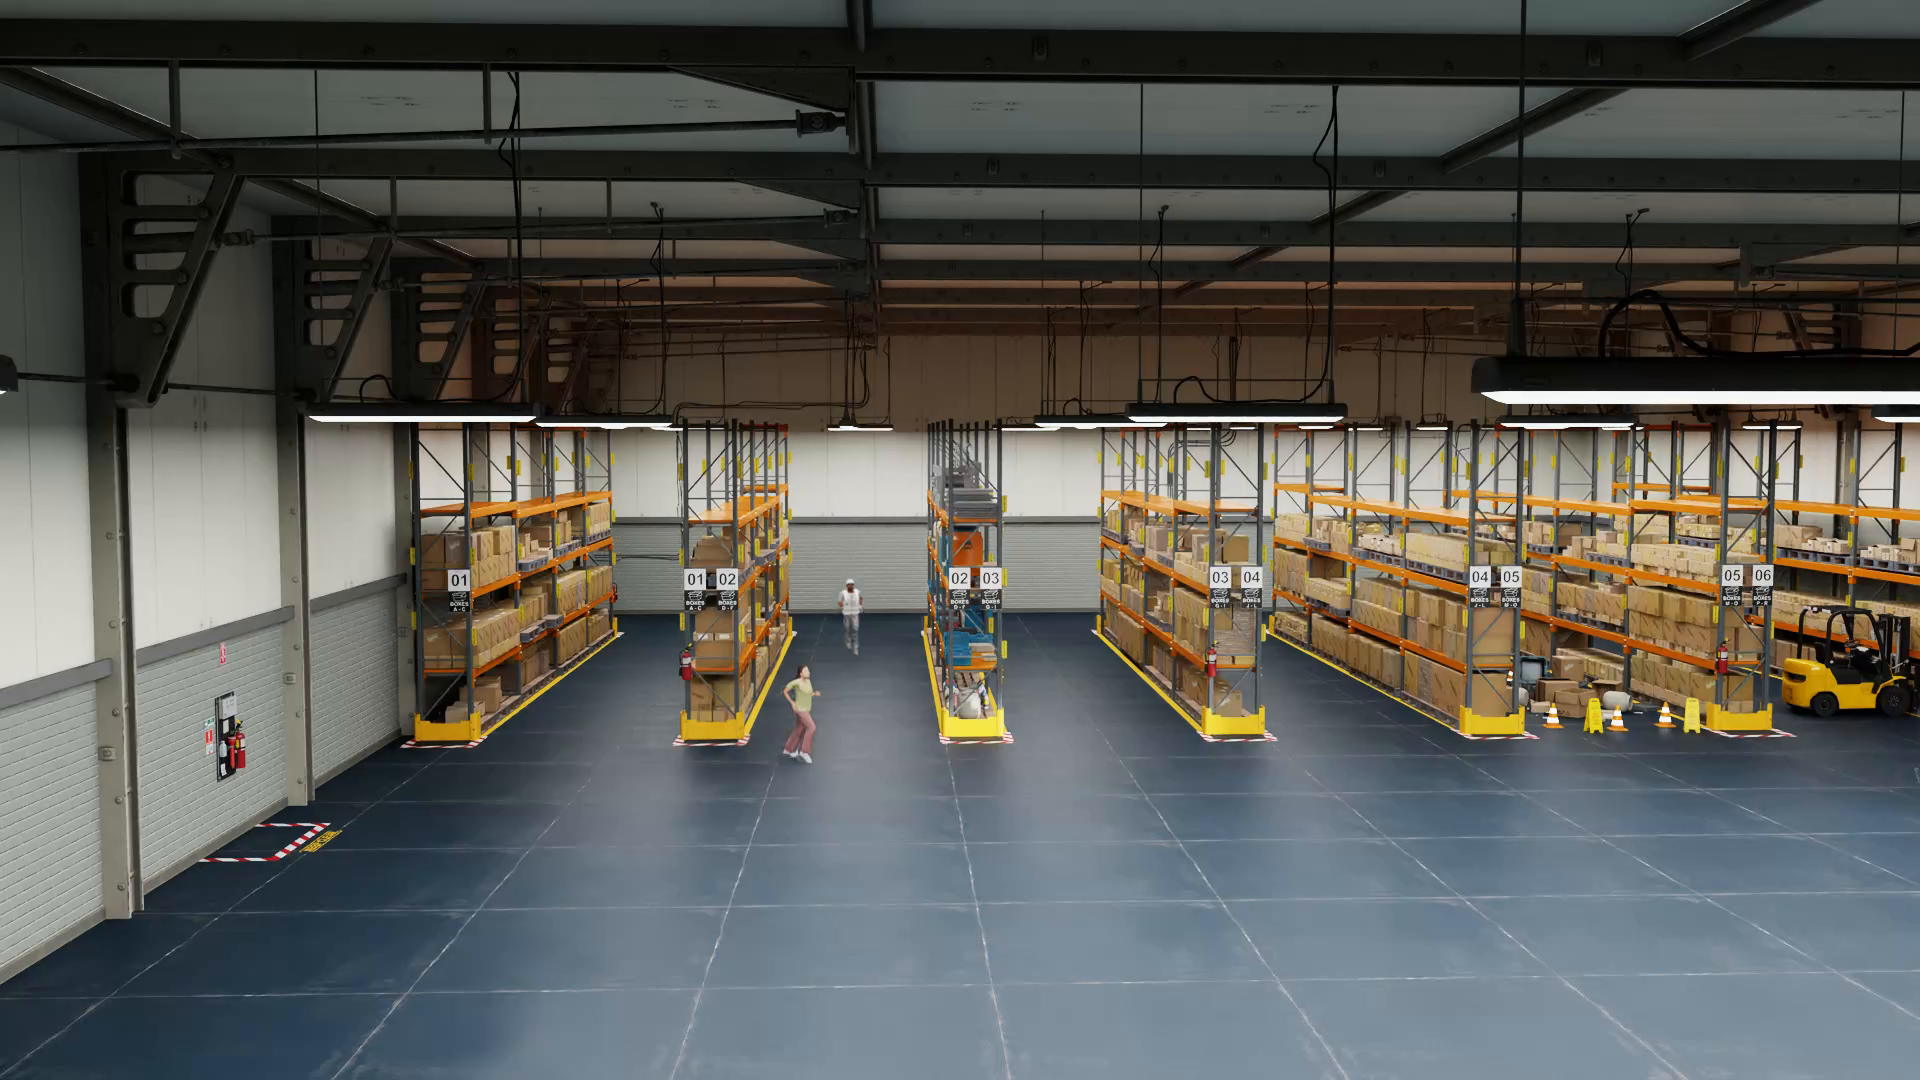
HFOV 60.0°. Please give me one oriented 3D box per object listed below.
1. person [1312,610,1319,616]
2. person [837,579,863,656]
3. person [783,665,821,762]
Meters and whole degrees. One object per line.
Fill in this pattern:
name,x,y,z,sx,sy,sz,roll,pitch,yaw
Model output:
person,10.291,1.822,48.727,0.675,1.620,0.522,3,5,42
person,-2.720,1.903,41.360,0.660,1.881,0.771,-1,4,-9
person,-2.771,3.036,29.156,0.717,1.725,0.546,2,4,23
